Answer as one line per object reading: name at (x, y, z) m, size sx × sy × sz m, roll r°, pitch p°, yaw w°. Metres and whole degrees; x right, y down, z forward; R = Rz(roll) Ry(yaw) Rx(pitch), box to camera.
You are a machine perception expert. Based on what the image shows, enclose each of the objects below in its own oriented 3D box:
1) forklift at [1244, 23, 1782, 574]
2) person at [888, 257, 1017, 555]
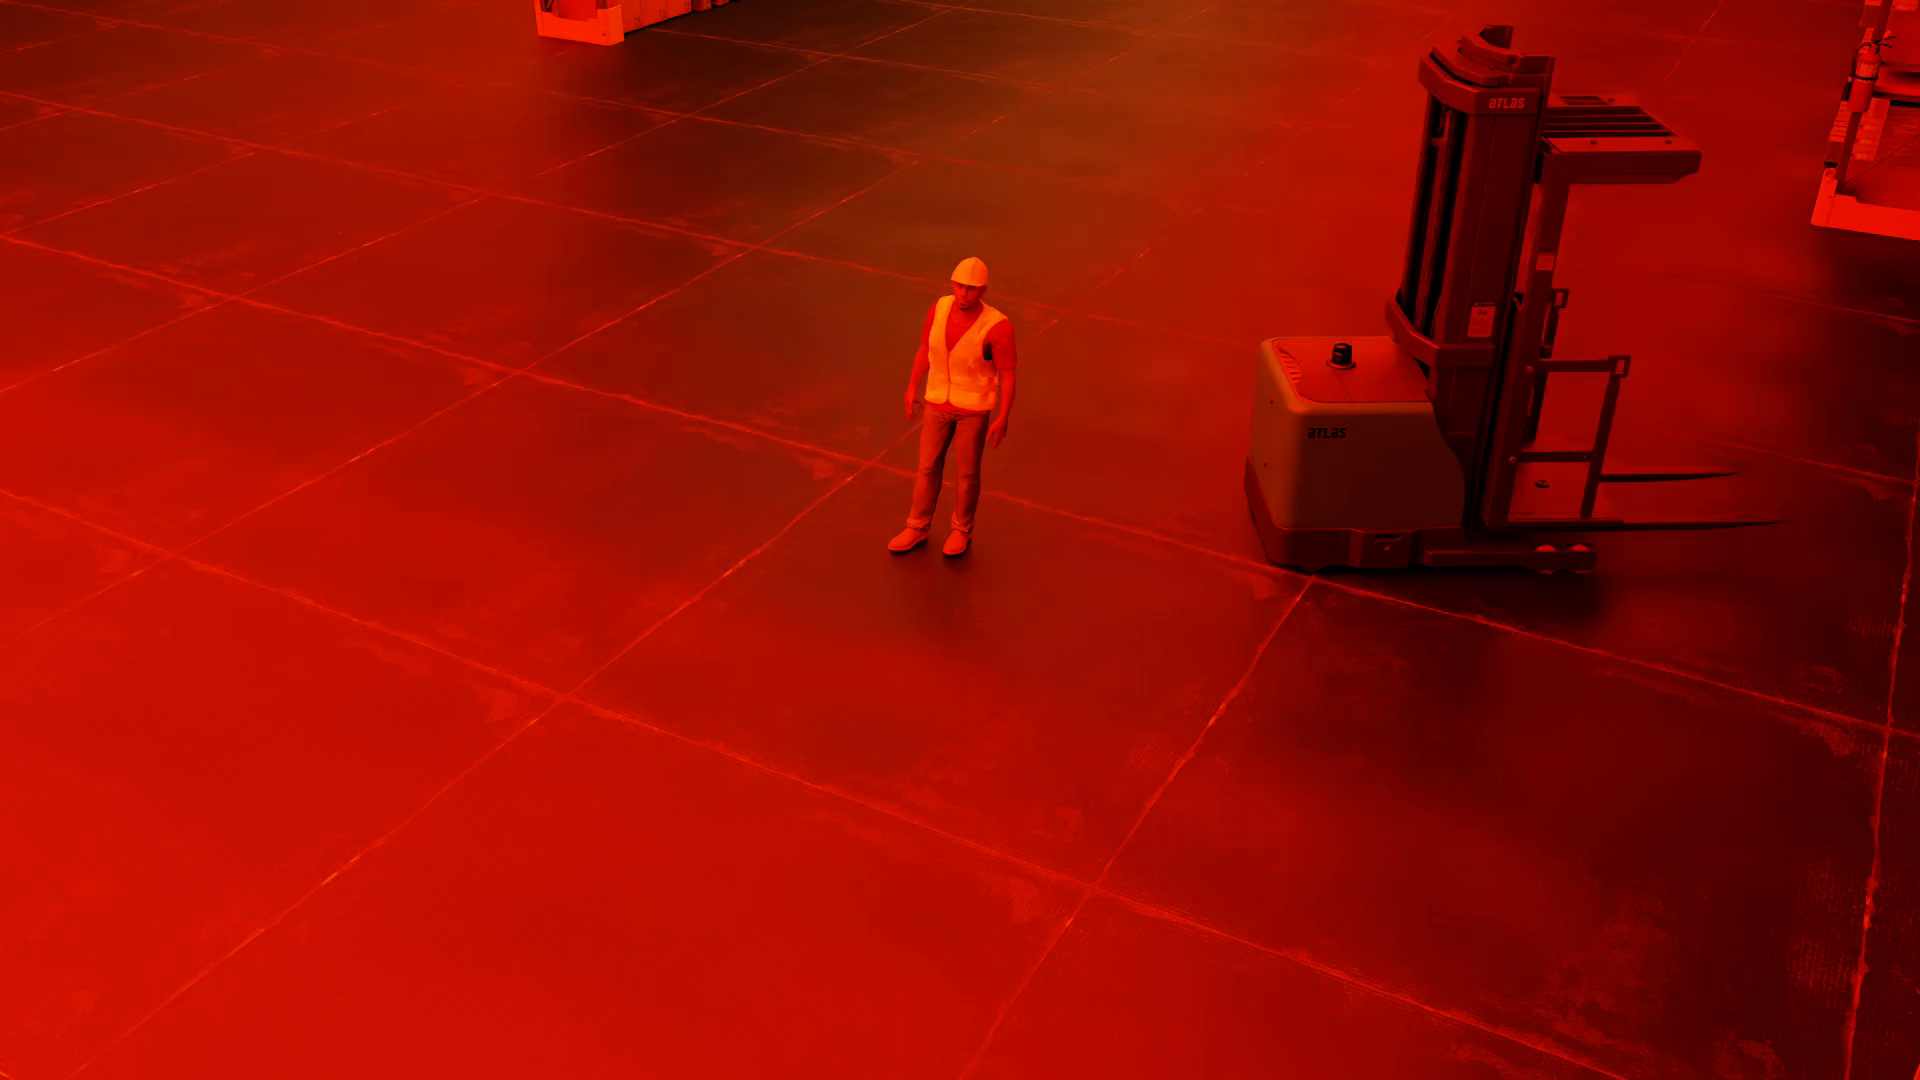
forklift at (3.302, -1.336, 9.386) m, size 3.031 × 2.935 × 1.130 m, roll -1°, pitch 30°, yaw -1°
person at (-0.039, -0.742, 9.508) m, size 0.666 × 1.765 × 0.577 m, roll 15°, pitch 33°, yaw 25°
